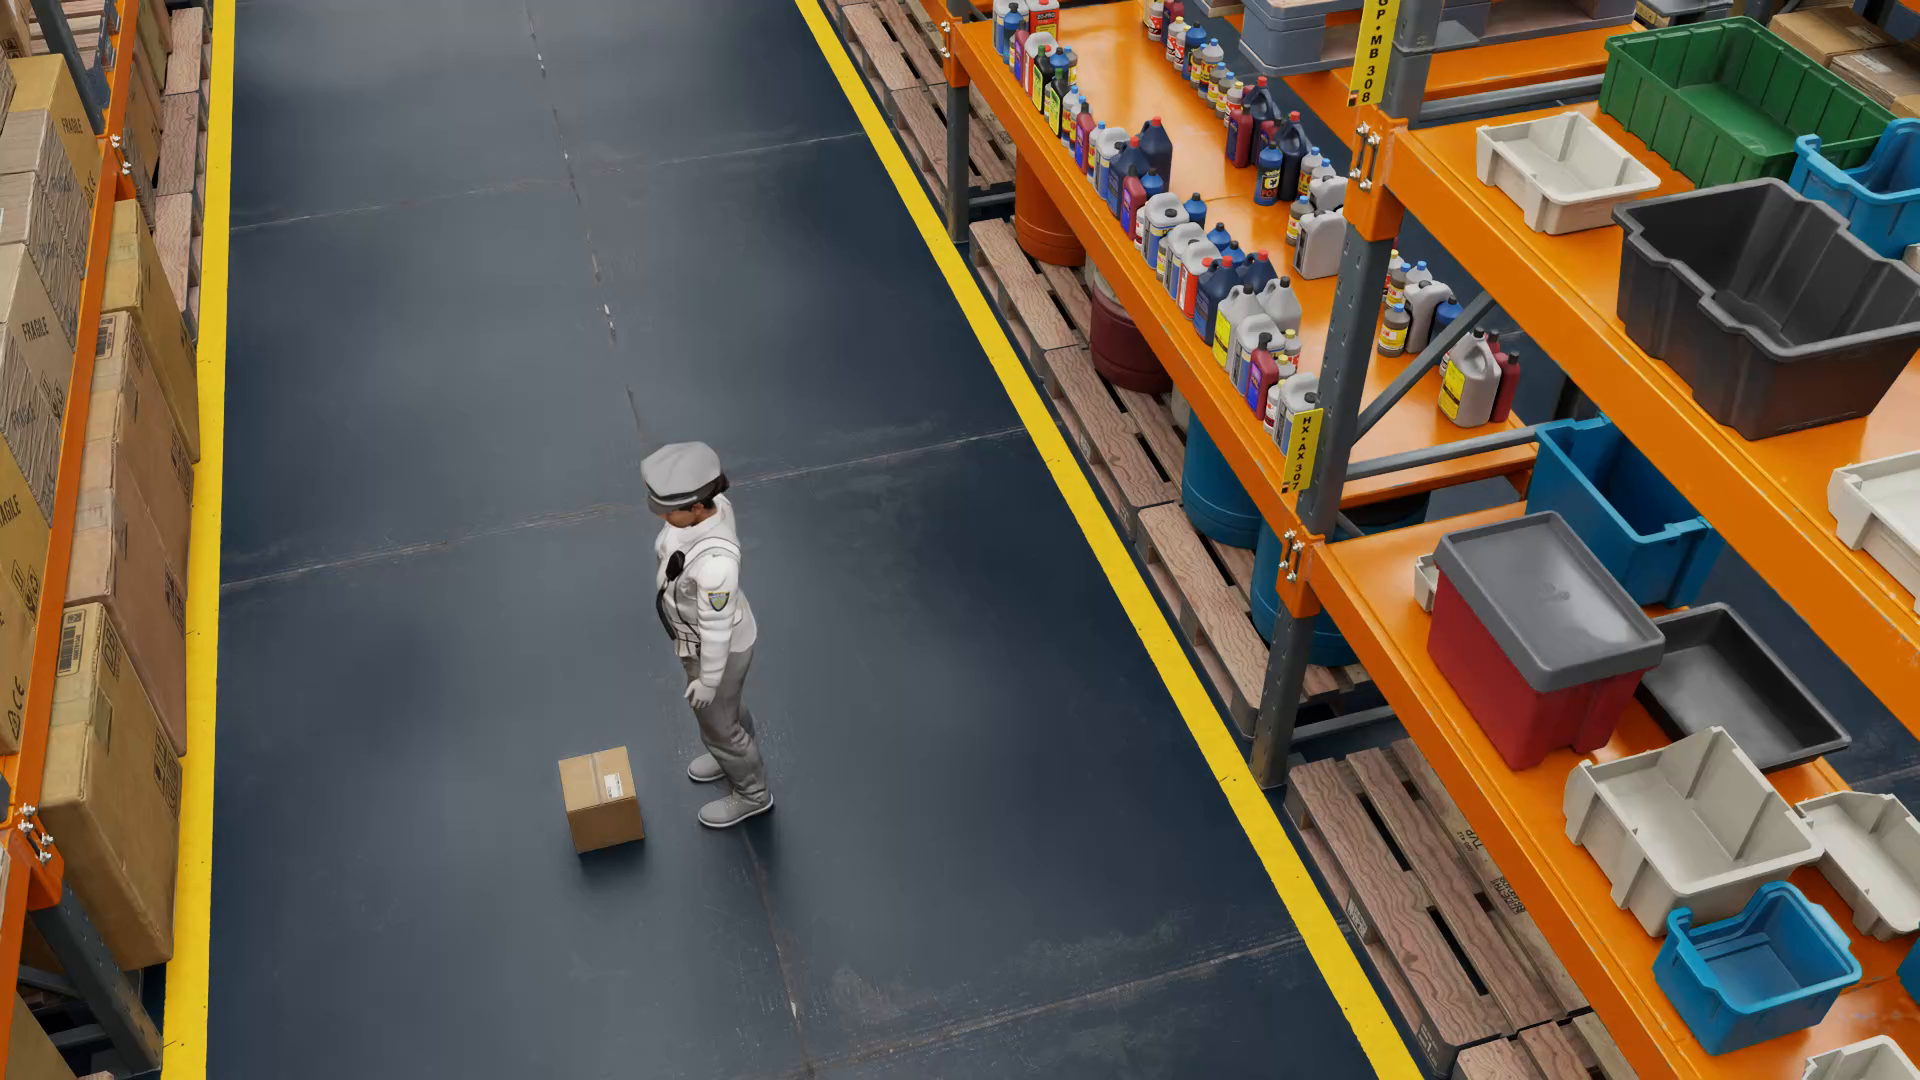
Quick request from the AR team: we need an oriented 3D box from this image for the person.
[{"bbox_3d":[-0.868,0.360,5.773,0.327,1.662,0.471,-11,44,-12],"label":"person"}]
